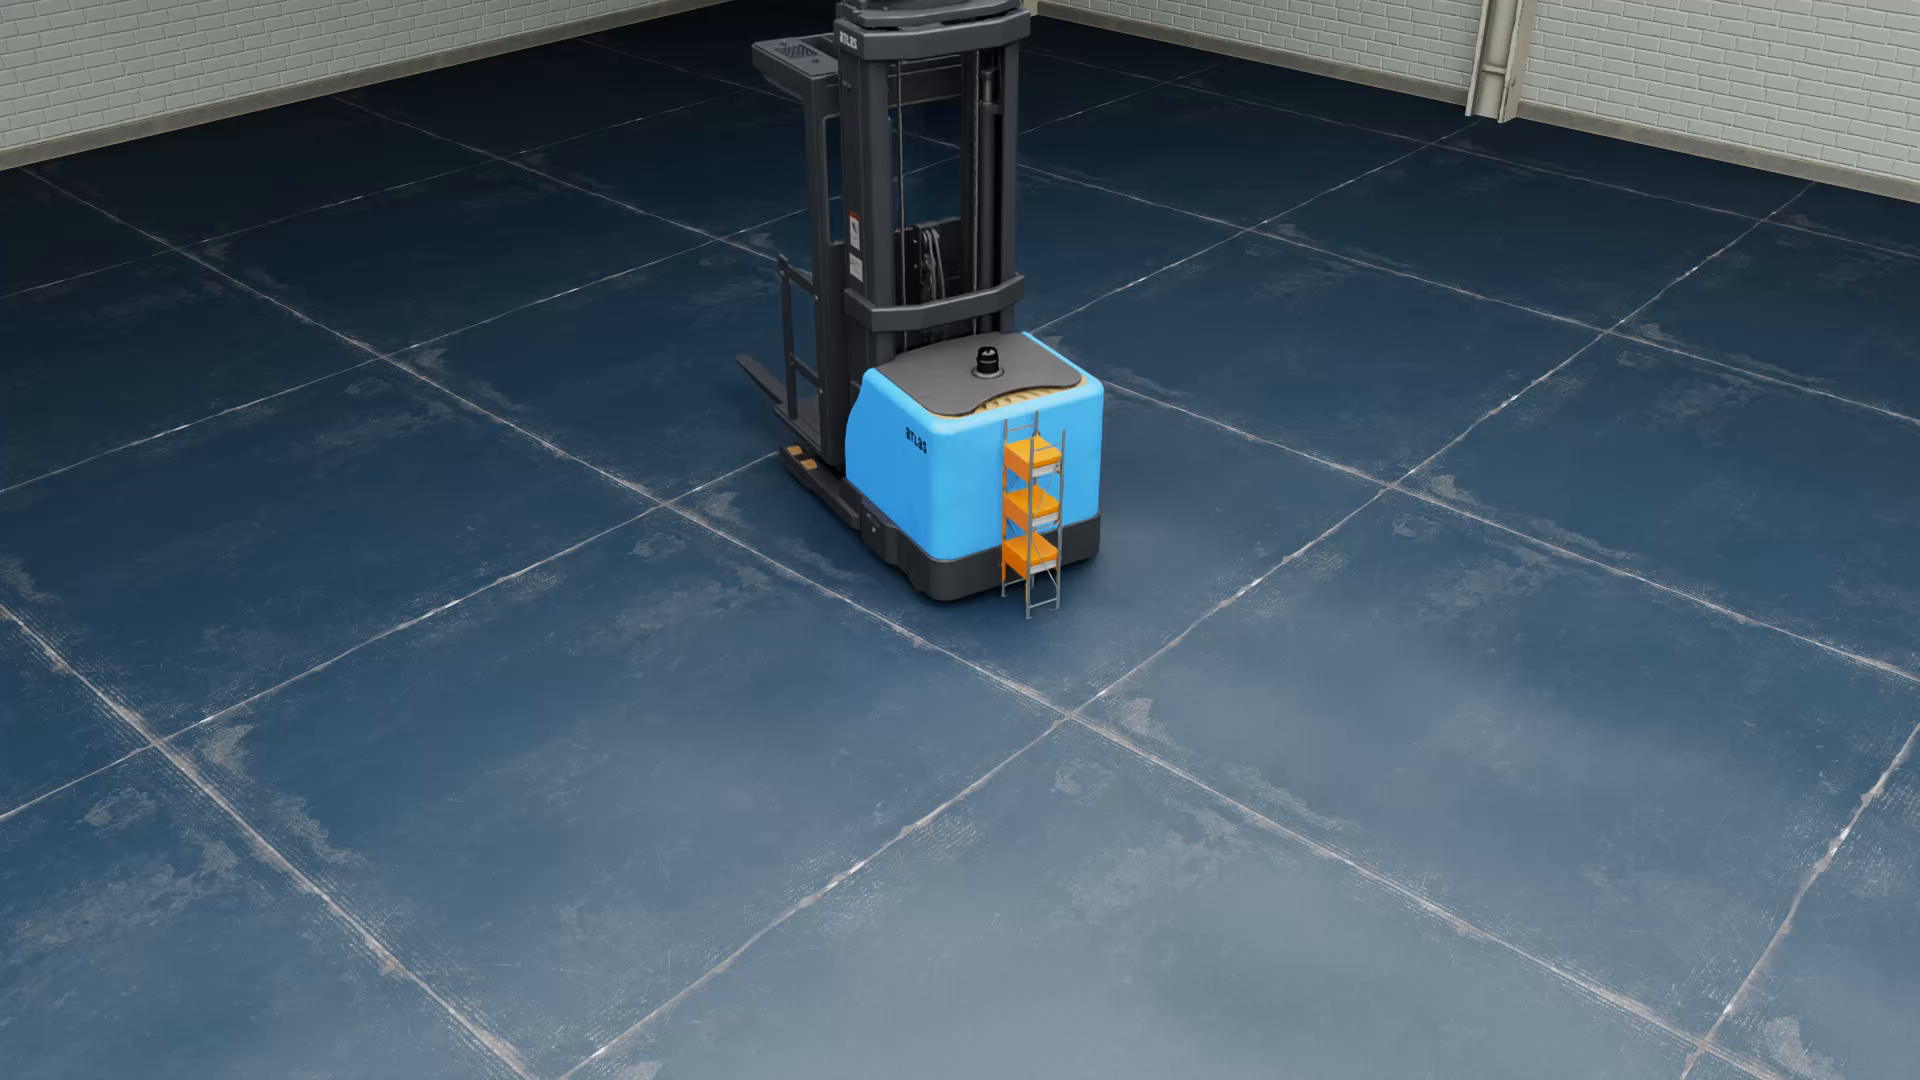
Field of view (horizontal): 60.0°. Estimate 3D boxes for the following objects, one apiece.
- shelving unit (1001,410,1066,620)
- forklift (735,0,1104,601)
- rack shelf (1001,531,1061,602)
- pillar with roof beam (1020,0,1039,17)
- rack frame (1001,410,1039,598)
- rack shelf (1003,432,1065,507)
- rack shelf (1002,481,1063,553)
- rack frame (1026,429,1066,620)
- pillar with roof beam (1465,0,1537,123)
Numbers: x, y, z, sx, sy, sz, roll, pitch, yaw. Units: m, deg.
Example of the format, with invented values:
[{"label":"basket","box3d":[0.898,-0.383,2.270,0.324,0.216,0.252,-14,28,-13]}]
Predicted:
[{"label":"shelving unit","box3d":[0.366,-0.118,8.429,0.215,1.050,0.252,-17,35,-25]},{"label":"forklift","box3d":[-0.416,-1.671,9.184,1.130,2.935,3.031,-17,35,-25]},{"label":"rack shelf","box3d":[0.366,0.129,8.577,0.215,0.259,0.240,-17,35,-25]},{"label":"pillar with roof beam","box3d":[-2.211,-8.385,14.453,0.400,9.000,9.100,25,39,35]},{"label":"rack frame","box3d":[0.305,-0.173,8.519,0.200,1.050,0.008,-17,35,-25]},{"label":"rack shelf","box3d":[0.366,-0.352,8.288,0.215,0.259,0.240,-17,35,-25]},{"label":"rack shelf","box3d":[0.366,-0.109,8.434,0.215,0.259,0.240,-17,35,-25]},{"label":"rack frame","box3d":[0.427,-0.064,8.338,0.200,1.050,0.008,-17,35,-25]},{"label":"pillar with roof beam","box3d":[2.238,-6.308,11.004,0.400,9.000,9.100,25,39,35]}]
